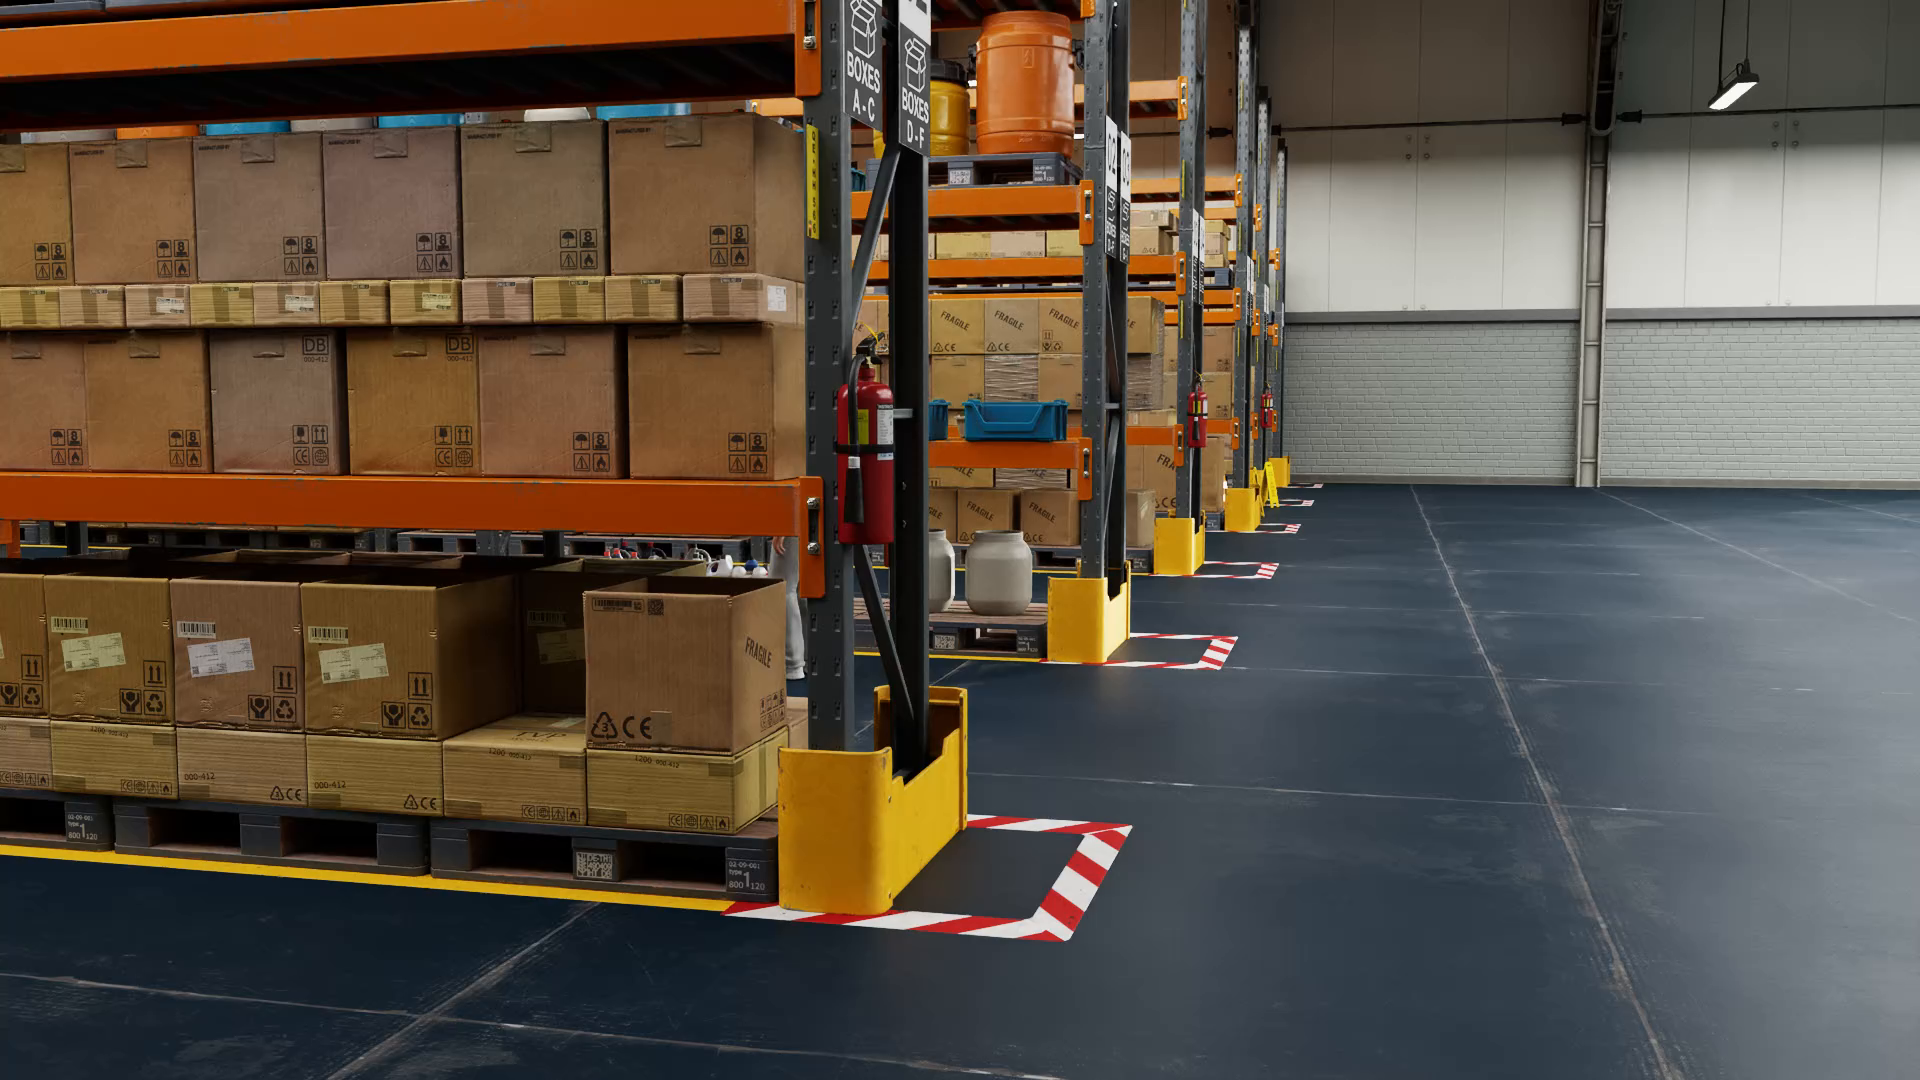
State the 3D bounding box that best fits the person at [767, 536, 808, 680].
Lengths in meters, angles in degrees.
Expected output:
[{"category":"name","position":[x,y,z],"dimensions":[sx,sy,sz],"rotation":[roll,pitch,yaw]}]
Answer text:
[{"category":"person","position":[-0.955,-0.063,9.254],"dimensions":[0.416,1.671,0.514],"rotation":[1,5,10]}]
